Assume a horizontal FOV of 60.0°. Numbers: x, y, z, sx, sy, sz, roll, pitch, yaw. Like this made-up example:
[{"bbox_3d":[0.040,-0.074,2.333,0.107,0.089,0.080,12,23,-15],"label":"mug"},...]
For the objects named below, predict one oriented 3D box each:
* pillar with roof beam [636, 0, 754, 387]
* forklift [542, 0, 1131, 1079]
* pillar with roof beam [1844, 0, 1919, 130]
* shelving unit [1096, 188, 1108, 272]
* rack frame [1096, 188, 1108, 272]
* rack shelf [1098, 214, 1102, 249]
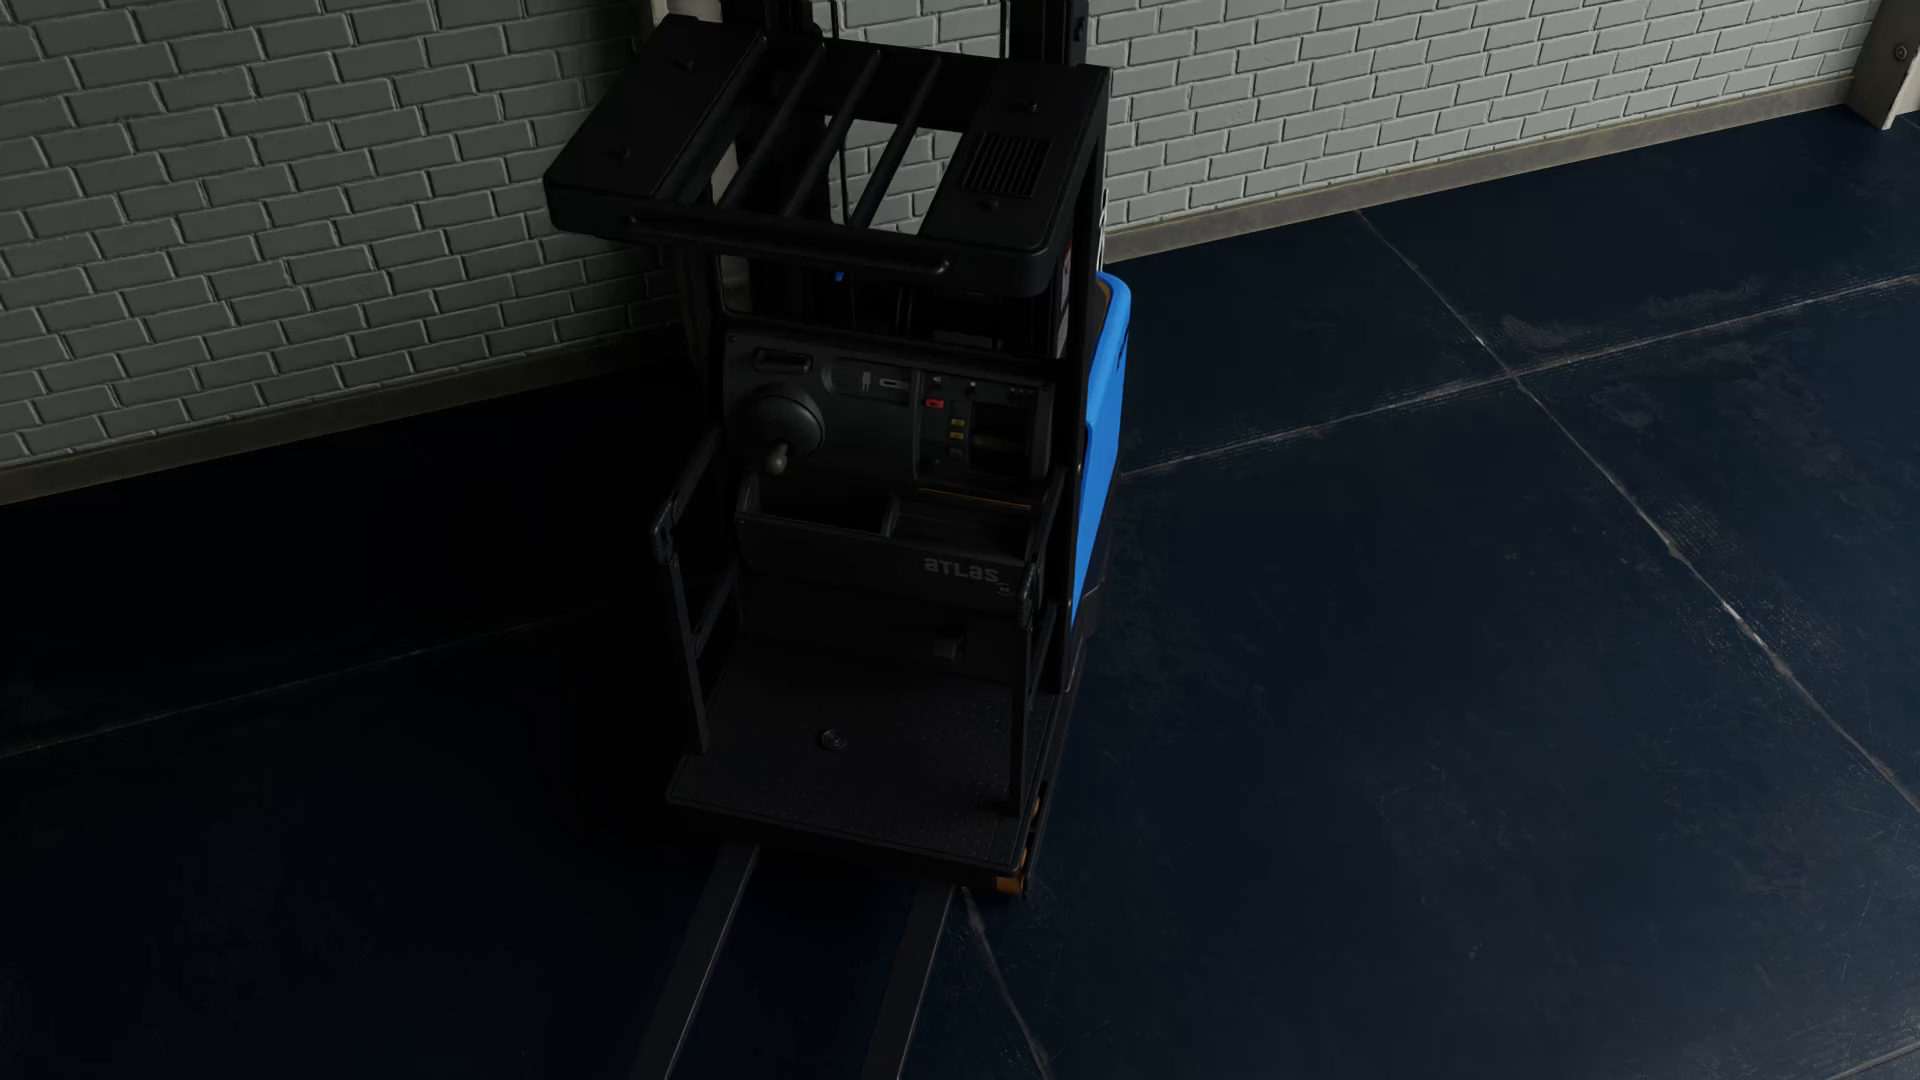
[{"bbox_3d":[0.545,-1.060,0.953,0.400,9.000,9.100,-14,47,-14],"label":"pillar with roof beam"},{"bbox_3d":[-0.252,-0.242,4.422,1.130,2.935,3.031,10,46,10],"label":"forklift"},{"bbox_3d":[6.188,-2.503,2.391,0.400,9.000,9.100,-14,47,-14],"label":"pillar with roof beam"},{"bbox_3d":[0.241,-0.758,6.158,0.503,1.200,0.258,10,46,10],"label":"shelving unit"},{"bbox_3d":[0.478,-0.717,6.118,0.015,1.200,0.240,10,46,10],"label":"rack frame"},{"bbox_3d":[0.241,-1.052,5.864,0.480,0.148,0.258,10,46,10],"label":"rack shelf"}]
